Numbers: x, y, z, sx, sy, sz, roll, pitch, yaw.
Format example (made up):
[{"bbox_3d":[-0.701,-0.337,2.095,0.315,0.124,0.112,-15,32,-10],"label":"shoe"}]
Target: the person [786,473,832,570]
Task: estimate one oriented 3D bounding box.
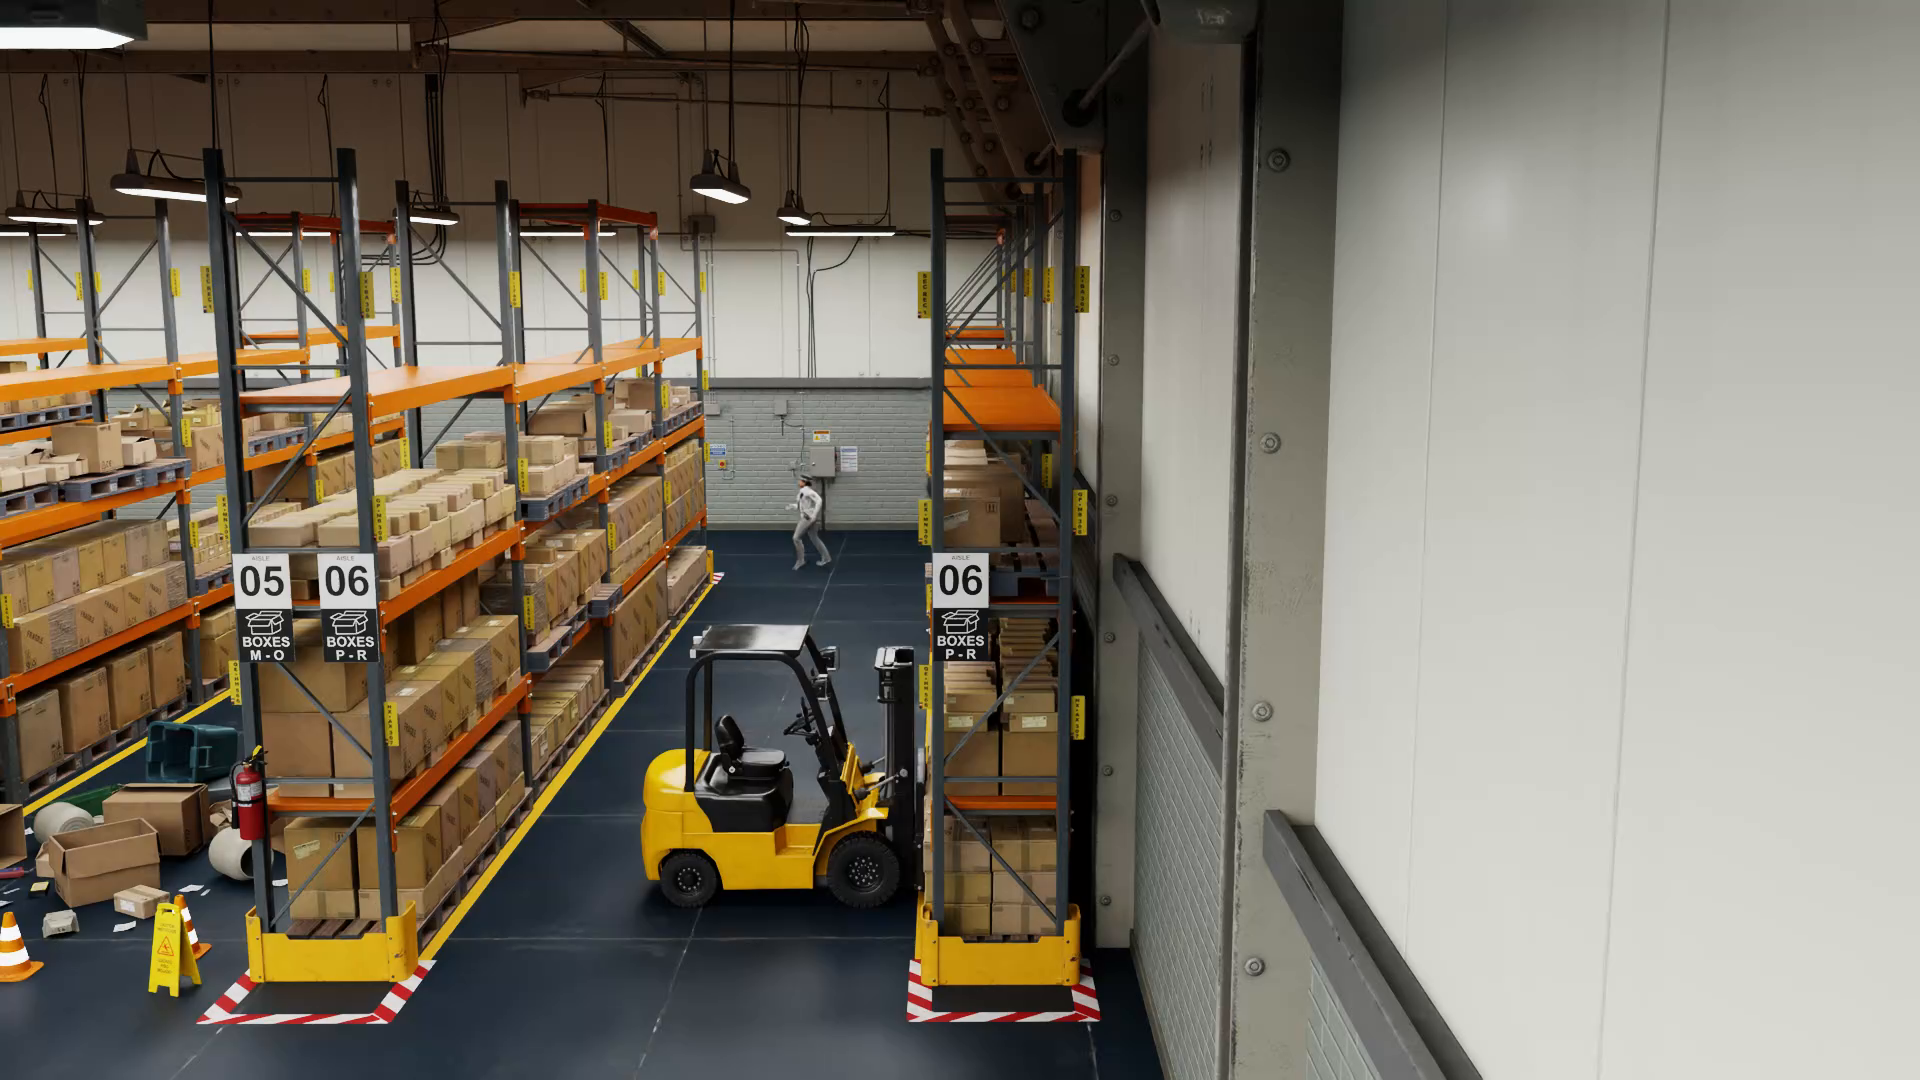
[{"bbox_3d":[-2.664,-0.327,29.230,0.800,1.736,0.551,-1,9,-4],"label":"person"}]
